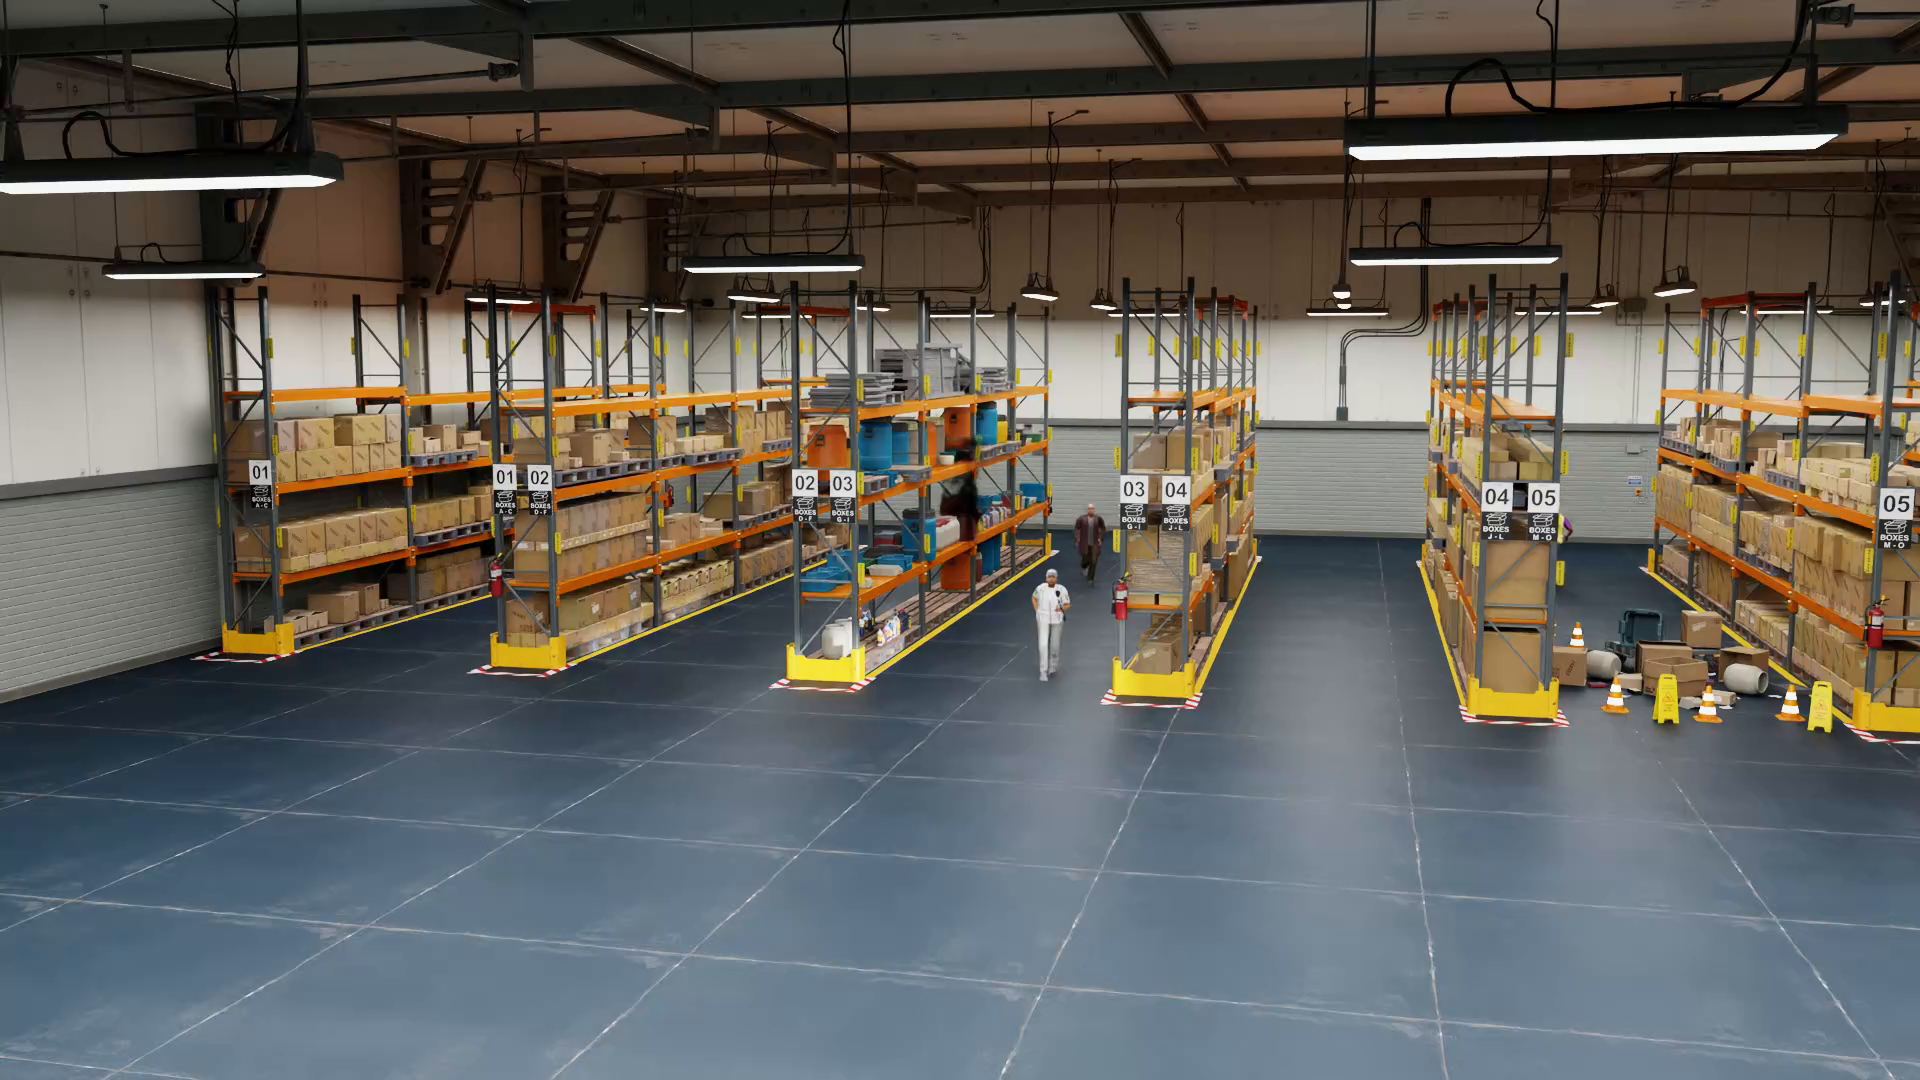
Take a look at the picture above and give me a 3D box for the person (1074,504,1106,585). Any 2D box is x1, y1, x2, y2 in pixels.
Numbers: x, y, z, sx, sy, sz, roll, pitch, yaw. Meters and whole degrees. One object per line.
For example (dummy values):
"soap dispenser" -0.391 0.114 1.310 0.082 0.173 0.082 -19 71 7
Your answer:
"person" 2.773 0.076 35.521 0.694 1.730 0.671 0 7 0

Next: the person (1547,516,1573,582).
"person" 12.641 0.063 35.469 0.714 1.745 0.901 0 7 4

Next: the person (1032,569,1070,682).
"person" 1.388 1.293 25.350 0.586 1.722 0.762 0 7 3
